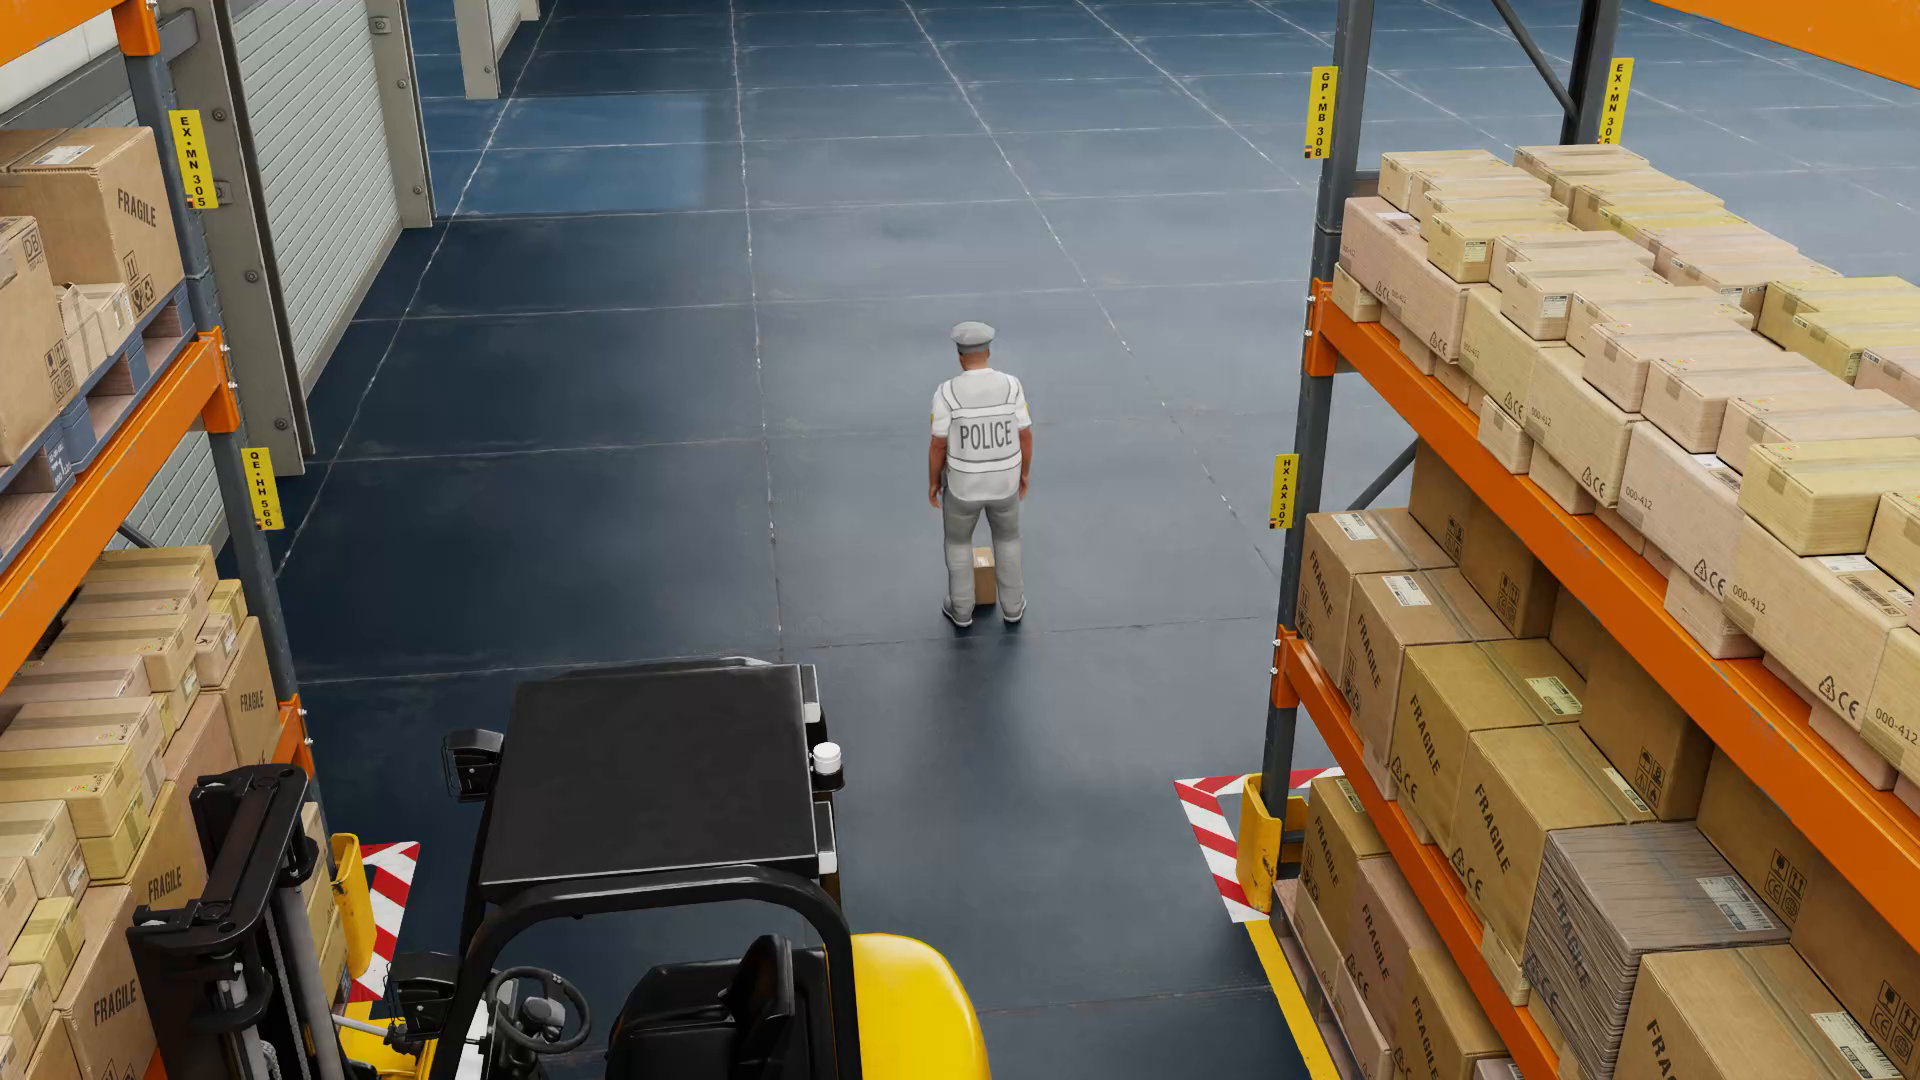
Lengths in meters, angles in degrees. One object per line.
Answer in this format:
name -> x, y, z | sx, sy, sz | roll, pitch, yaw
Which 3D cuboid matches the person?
person -> 0.117, -0.328, 9.253 | 0.600, 1.747, 0.437 | -5, 27, -10
